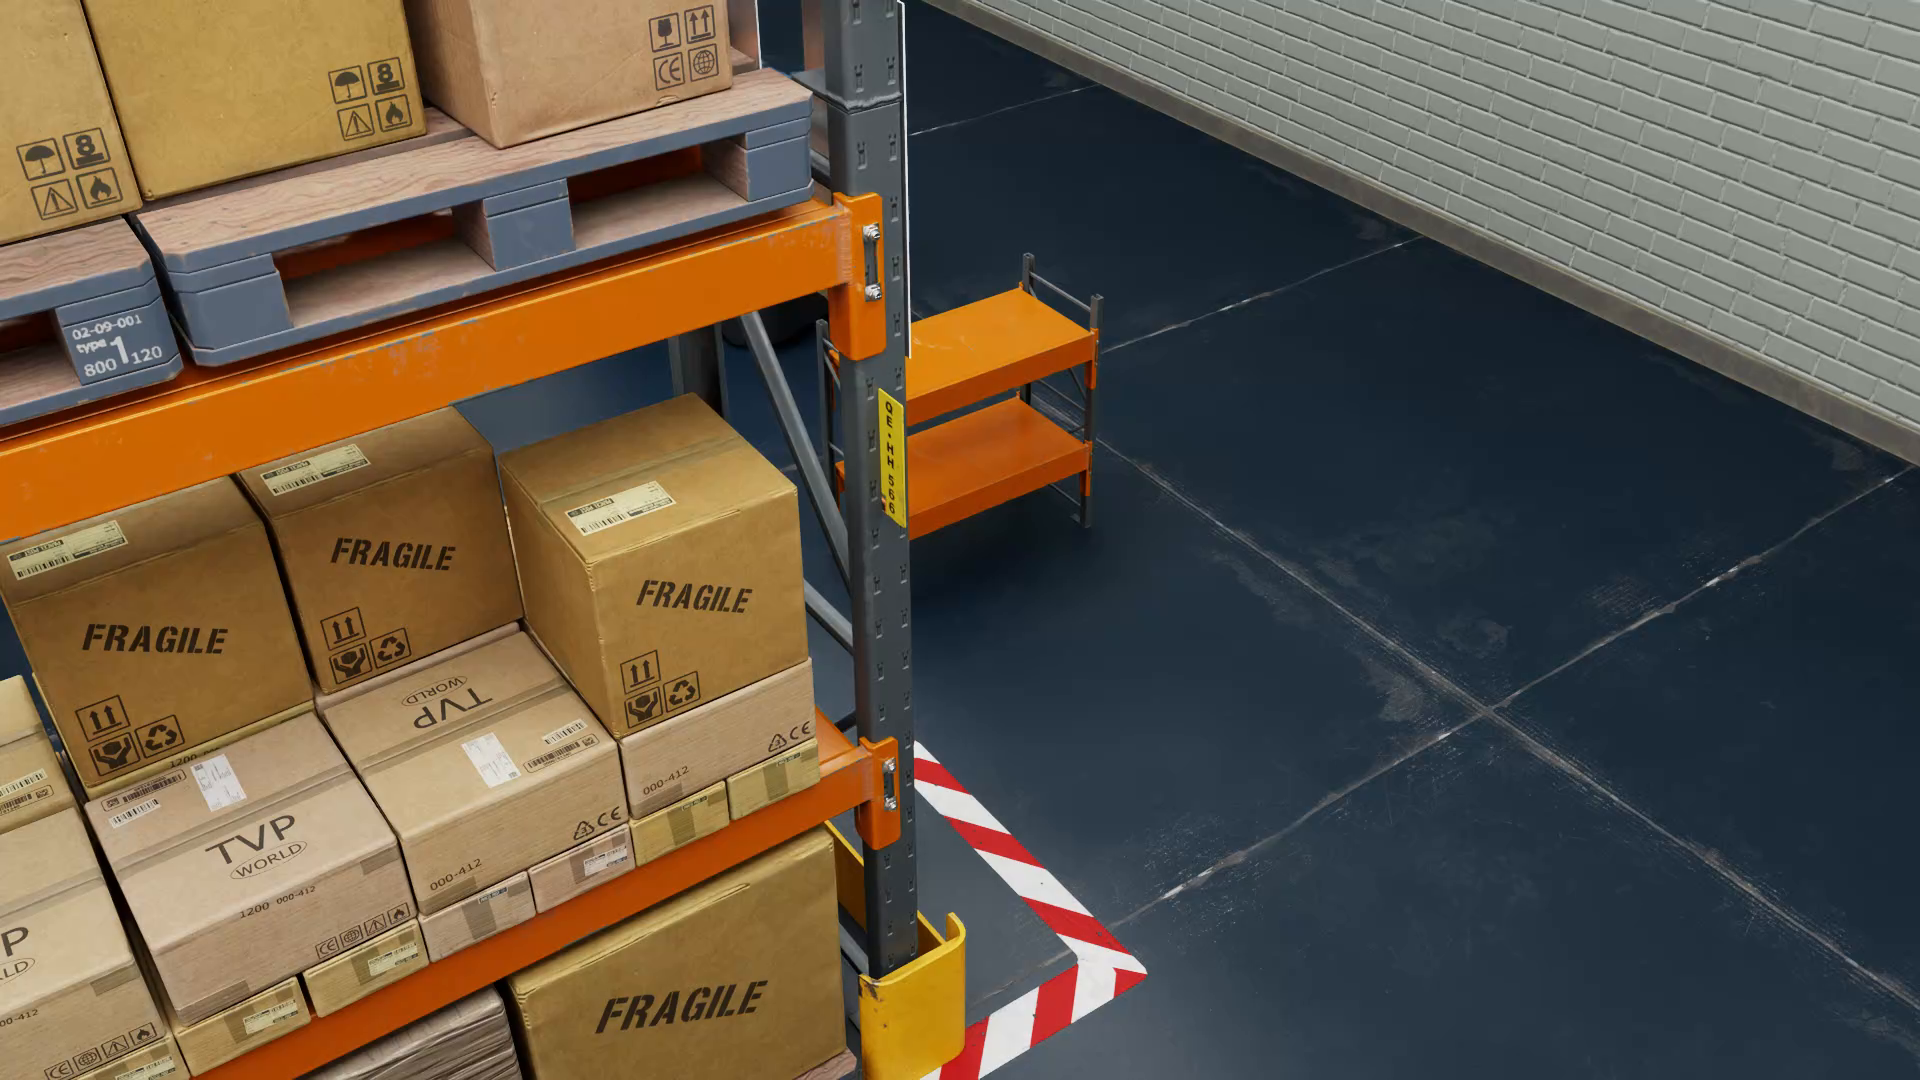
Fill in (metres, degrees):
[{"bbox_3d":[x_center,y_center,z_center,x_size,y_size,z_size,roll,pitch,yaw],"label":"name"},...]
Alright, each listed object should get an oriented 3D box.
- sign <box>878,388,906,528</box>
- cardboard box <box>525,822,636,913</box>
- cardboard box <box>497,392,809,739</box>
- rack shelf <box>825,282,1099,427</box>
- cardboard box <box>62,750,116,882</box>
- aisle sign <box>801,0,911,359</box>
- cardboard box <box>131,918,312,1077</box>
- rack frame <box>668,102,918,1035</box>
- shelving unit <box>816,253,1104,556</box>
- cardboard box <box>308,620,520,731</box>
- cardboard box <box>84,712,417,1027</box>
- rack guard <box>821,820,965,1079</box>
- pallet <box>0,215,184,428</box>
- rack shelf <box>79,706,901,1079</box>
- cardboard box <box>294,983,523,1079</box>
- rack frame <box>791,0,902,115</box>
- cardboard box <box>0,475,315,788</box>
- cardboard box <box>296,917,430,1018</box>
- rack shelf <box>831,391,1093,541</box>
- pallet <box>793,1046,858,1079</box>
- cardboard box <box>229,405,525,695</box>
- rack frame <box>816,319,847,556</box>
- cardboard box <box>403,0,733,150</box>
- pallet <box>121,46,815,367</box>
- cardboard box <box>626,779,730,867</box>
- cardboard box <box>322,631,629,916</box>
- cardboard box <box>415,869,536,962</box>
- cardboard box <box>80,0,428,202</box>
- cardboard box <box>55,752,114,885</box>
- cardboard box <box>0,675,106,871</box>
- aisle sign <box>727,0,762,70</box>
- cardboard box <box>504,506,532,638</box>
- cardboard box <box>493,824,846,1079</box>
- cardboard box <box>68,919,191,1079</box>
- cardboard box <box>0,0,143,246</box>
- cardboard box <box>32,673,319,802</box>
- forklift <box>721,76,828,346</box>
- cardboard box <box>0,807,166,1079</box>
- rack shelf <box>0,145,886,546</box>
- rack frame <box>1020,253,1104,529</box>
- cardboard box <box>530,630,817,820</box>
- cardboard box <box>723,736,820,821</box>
[{"bbox_3d":[-0.154,-0.182,3.739,0.005,0.325,0.100,-22,41,-28],"label":"sign"},{"bbox_3d":[-0.975,0.672,3.962,0.250,0.149,0.380,-22,41,-28],"label":"cardboard box"},{"bbox_3d":[-0.702,0.046,3.849,0.500,0.500,0.500,-22,41,-27],"label":"cardboard box"},{"bbox_3d":[0.006,-0.697,6.754,1.000,0.278,0.538,-22,41,-28],"label":"rack shelf"},{"bbox_3d":[-1.985,0.618,4.037,0.250,0.149,0.380,-23,42,-28],"label":"cardboard box"},{"bbox_3d":[-0.224,-0.816,3.589,0.004,0.787,0.394,-22,41,-28],"label":"aisle sign"},{"bbox_3d":[-1.602,0.931,3.601,0.250,0.149,0.380,-22,41,-28],"label":"cardboard box"},{"bbox_3d":[-0.455,0.121,4.513,0.127,3.000,1.000,-22,41,-28],"label":"rack frame"},{"bbox_3d":[0.006,-0.459,6.925,1.048,1.125,0.538,-22,41,-28],"label":"shelving unit"},{"bbox_3d":[-1.424,0.271,4.177,0.500,0.250,0.500,-23,42,-28],"label":"cardboard box"},{"bbox_3d":[-1.529,0.692,3.592,0.500,0.250,0.500,-24,42,-29],"label":"cardboard box"},{"bbox_3d":[-0.436,1.127,5.254,0.348,0.500,1.175,-22,41,-28],"label":"rack guard"},{"bbox_3d":[-2.054,-0.394,2.736,1.213,0.211,1.003,-22,41,-28],"label":"pallet"},{"bbox_3d":[-2.090,1.085,3.788,4.000,0.370,1.077,-22,41,-28],"label":"rack shelf"},{"bbox_3d":[-1.676,1.372,4.233,0.875,0.875,0.875,-22,41,-28],"label":"cardboard box"},{"bbox_3d":[-0.455,-2.315,2.762,0.127,3.000,1.000,-22,41,-28],"label":"rack frame"},{"bbox_3d":[-1.832,0.134,3.726,0.500,0.500,0.500,-24,42,-29],"label":"cardboard box"},{"bbox_3d":[-1.391,0.844,3.723,0.250,0.149,0.380,-23,42,-29],"label":"cardboard box"},{"bbox_3d":[0.006,-0.260,7.067,1.000,0.278,0.538,-22,41,-28],"label":"rack shelf"},{"bbox_3d":[-1.064,1.559,4.902,1.213,0.211,1.003,-22,41,-28],"label":"pallet"},{"bbox_3d":[-1.412,-0.043,3.972,0.500,0.500,0.500,-23,42,-29],"label":"cardboard box"},{"bbox_3d":[-0.410,-0.288,6.687,0.032,1.125,0.500,-22,41,-28],"label":"rack frame"},{"bbox_3d":[-0.849,-1.148,3.178,0.500,0.500,0.700,-25,43,-30],"label":"cardboard box"},{"bbox_3d":[-1.056,-0.807,3.309,1.213,0.211,1.003,-22,41,-28],"label":"pallet"},{"bbox_3d":[-0.768,0.588,4.079,0.250,0.149,0.380,-22,41,-27],"label":"cardboard box"},{"bbox_3d":[-1.113,0.521,3.831,0.500,0.250,0.500,-23,42,-29],"label":"cardboard box"},{"bbox_3d":[-1.179,0.756,3.846,0.250,0.149,0.380,-22,41,-27],"label":"cardboard box"},{"bbox_3d":[-1.379,-1.017,2.995,0.500,0.500,0.700,-24,42,-29],"label":"cardboard box"},{"bbox_3d":[-2.192,0.703,3.919,0.250,0.149,0.380,-23,42,-29],"label":"cardboard box"},{"bbox_3d":[-2.260,0.617,3.697,0.500,0.250,0.500,-23,42,-29],"label":"cardboard box"},{"bbox_3d":[-0.569,-1.102,3.987,0.004,0.787,0.394,-22,41,-28],"label":"aisle sign"},{"bbox_3d":[-1.003,0.093,4.425,0.500,0.250,0.500,-24,42,-29],"label":"cardboard box"},{"bbox_3d":[-0.932,1.066,4.659,0.875,0.875,0.875,-22,41,-28],"label":"cardboard box"},{"bbox_3d":[-1.806,1.014,3.487,0.250,0.149,0.380,-22,41,-27],"label":"cardboard box"},{"bbox_3d":[-1.774,-0.820,2.721,0.500,0.500,0.700,-25,43,-31],"label":"cardboard box"},{"bbox_3d":[-1.837,0.439,3.945,0.500,0.250,0.500,-24,42,-29],"label":"cardboard box"},{"bbox_3d":[-1.935,-2.849,8.702,3.031,2.935,1.130,21,41,27],"label":"forklift"},{"bbox_3d":[-1.953,0.869,3.346,0.500,0.250,0.500,-22,41,-28],"label":"cardboard box"},{"bbox_3d":[-2.090,-0.132,2.912,4.000,0.370,1.077,-22,41,-28],"label":"rack shelf"},{"bbox_3d":[0.421,-0.630,7.162,0.032,1.125,0.500,-22,41,-28],"label":"rack frame"},{"bbox_3d":[-0.698,0.350,4.067,0.500,0.250,0.500,-23,42,-29],"label":"cardboard box"},{"bbox_3d":[-0.557,0.500,4.202,0.250,0.149,0.380,-22,41,-27],"label":"cardboard box"}]
